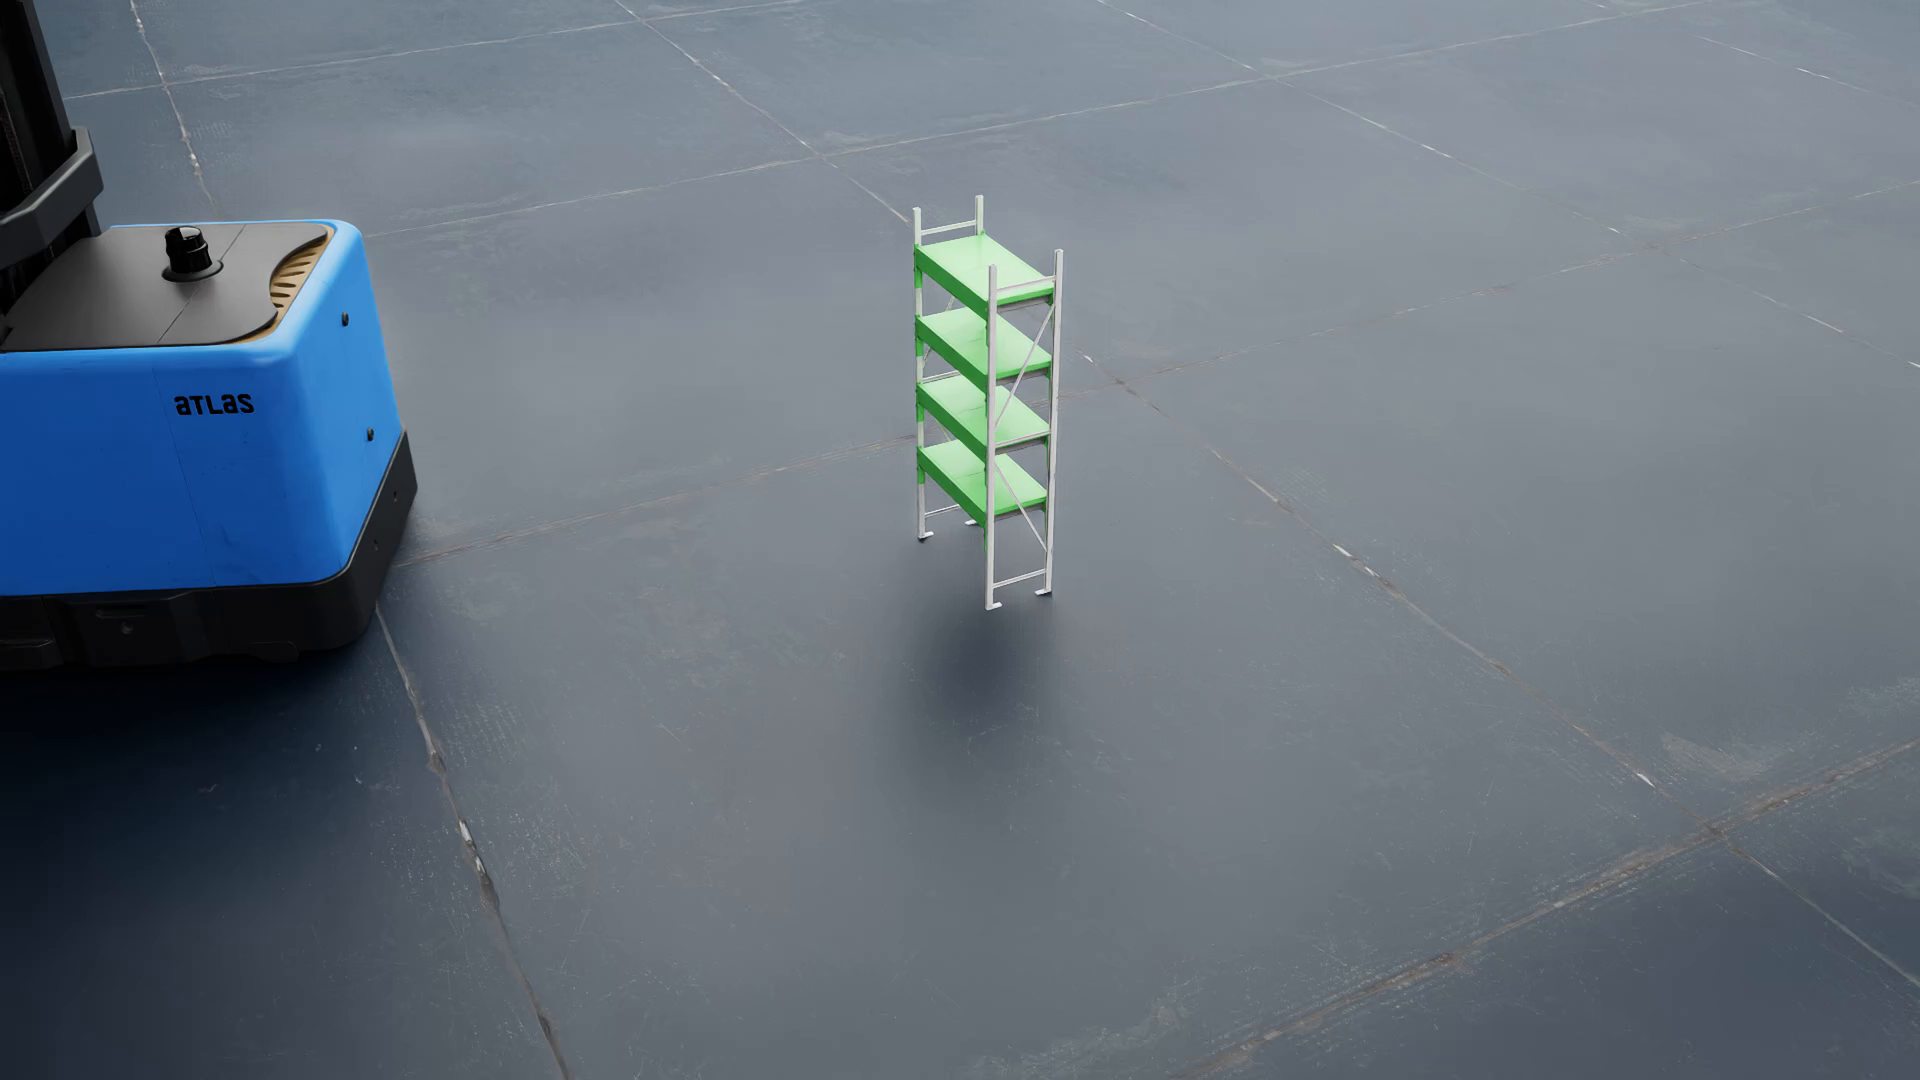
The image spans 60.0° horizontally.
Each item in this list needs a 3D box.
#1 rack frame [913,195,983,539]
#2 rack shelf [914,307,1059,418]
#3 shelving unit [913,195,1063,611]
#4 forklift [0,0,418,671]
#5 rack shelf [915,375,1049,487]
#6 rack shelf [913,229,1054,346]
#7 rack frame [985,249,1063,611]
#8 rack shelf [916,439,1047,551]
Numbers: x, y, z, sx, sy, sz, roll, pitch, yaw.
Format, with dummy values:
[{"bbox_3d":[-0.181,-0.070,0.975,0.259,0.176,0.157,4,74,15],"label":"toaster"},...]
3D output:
[{"bbox_3d":[-0.037,-0.543,5.485,0.240,1.200,0.015,-16,36,-23],"label":"rack frame"},{"bbox_3d":[0.077,-0.575,5.208,0.258,0.148,0.480,-16,36,-23],"label":"rack shelf"},{"bbox_3d":[0.077,-0.426,5.303,0.258,1.200,0.503,-16,36,-23],"label":"shelving unit"},{"bbox_3d":[-3.398,-1.058,4.684,3.031,2.935,1.130,-2,33,-4],"label":"forklift"},{"bbox_3d":[0.077,-0.372,5.337,0.258,0.148,0.480,-16,36,-23],"label":"rack shelf"},{"bbox_3d":[0.077,-0.777,5.079,0.258,0.148,0.480,-16,36,-23],"label":"rack shelf"},{"bbox_3d":[0.191,-0.310,5.121,0.240,1.200,0.015,-16,36,-23],"label":"rack frame"},{"bbox_3d":[0.077,-0.170,5.467,0.258,0.148,0.480,-16,36,-23],"label":"rack shelf"}]
